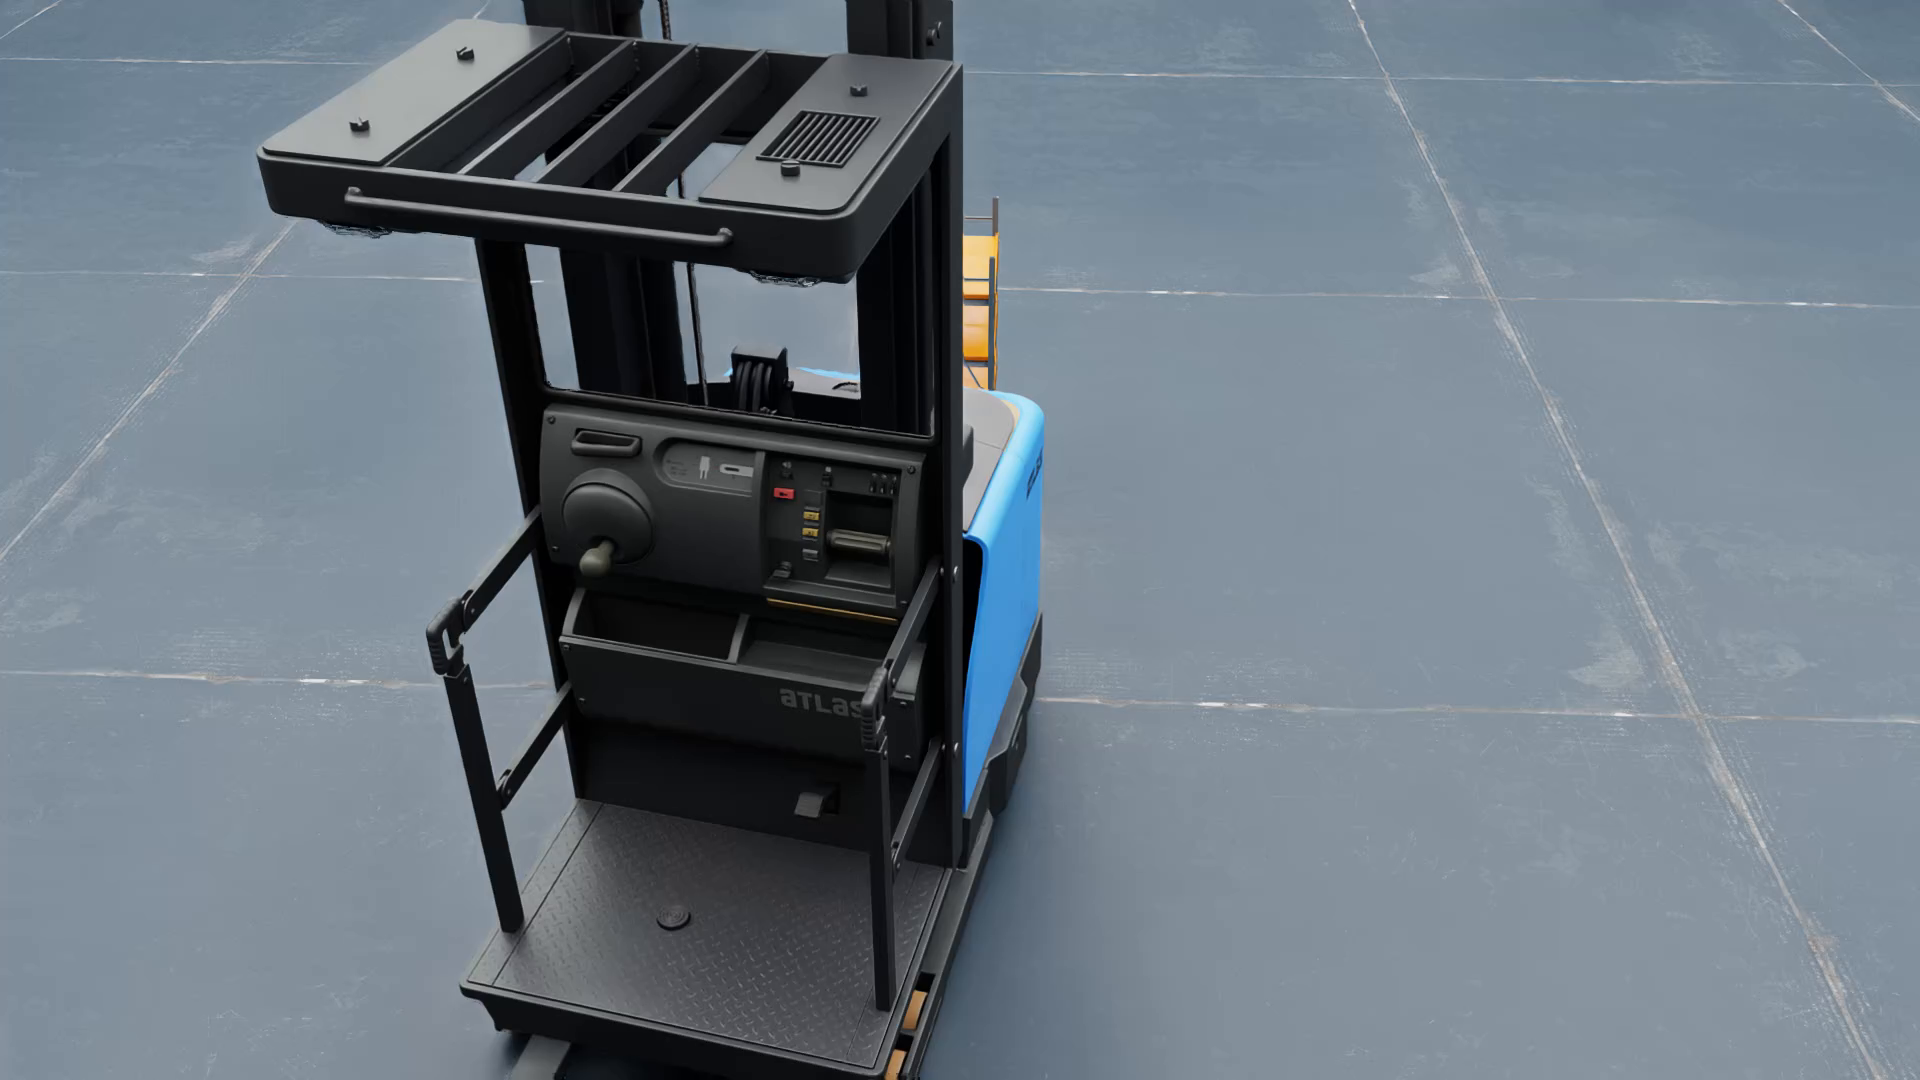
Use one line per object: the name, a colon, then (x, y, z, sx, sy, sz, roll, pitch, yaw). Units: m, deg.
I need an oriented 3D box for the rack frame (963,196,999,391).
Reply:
rack frame: (0.016, -0.726, 6.240, 0.240, 1.200, 0.015, 1, 35, 2)

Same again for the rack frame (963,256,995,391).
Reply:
rack frame: (-0.003, -0.446, 5.841, 0.240, 1.200, 0.015, 1, 35, 2)

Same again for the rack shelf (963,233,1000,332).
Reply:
rack shelf: (0.007, -0.907, 5.814, 0.258, 0.148, 0.480, 1, 35, 2)

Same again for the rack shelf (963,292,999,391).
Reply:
rack shelf: (0.007, -0.714, 5.950, 0.258, 0.148, 0.480, 1, 35, 2)

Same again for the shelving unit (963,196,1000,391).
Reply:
shelving unit: (0.007, -0.586, 6.040, 0.258, 1.200, 0.503, 1, 35, 2)

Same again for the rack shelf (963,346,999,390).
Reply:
rack shelf: (0.007, -0.531, 6.079, 0.258, 0.148, 0.480, 1, 35, 2)

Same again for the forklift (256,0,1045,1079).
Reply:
forklift: (-0.593, -0.002, 3.704, 1.130, 2.935, 3.031, 8, 36, 12)
